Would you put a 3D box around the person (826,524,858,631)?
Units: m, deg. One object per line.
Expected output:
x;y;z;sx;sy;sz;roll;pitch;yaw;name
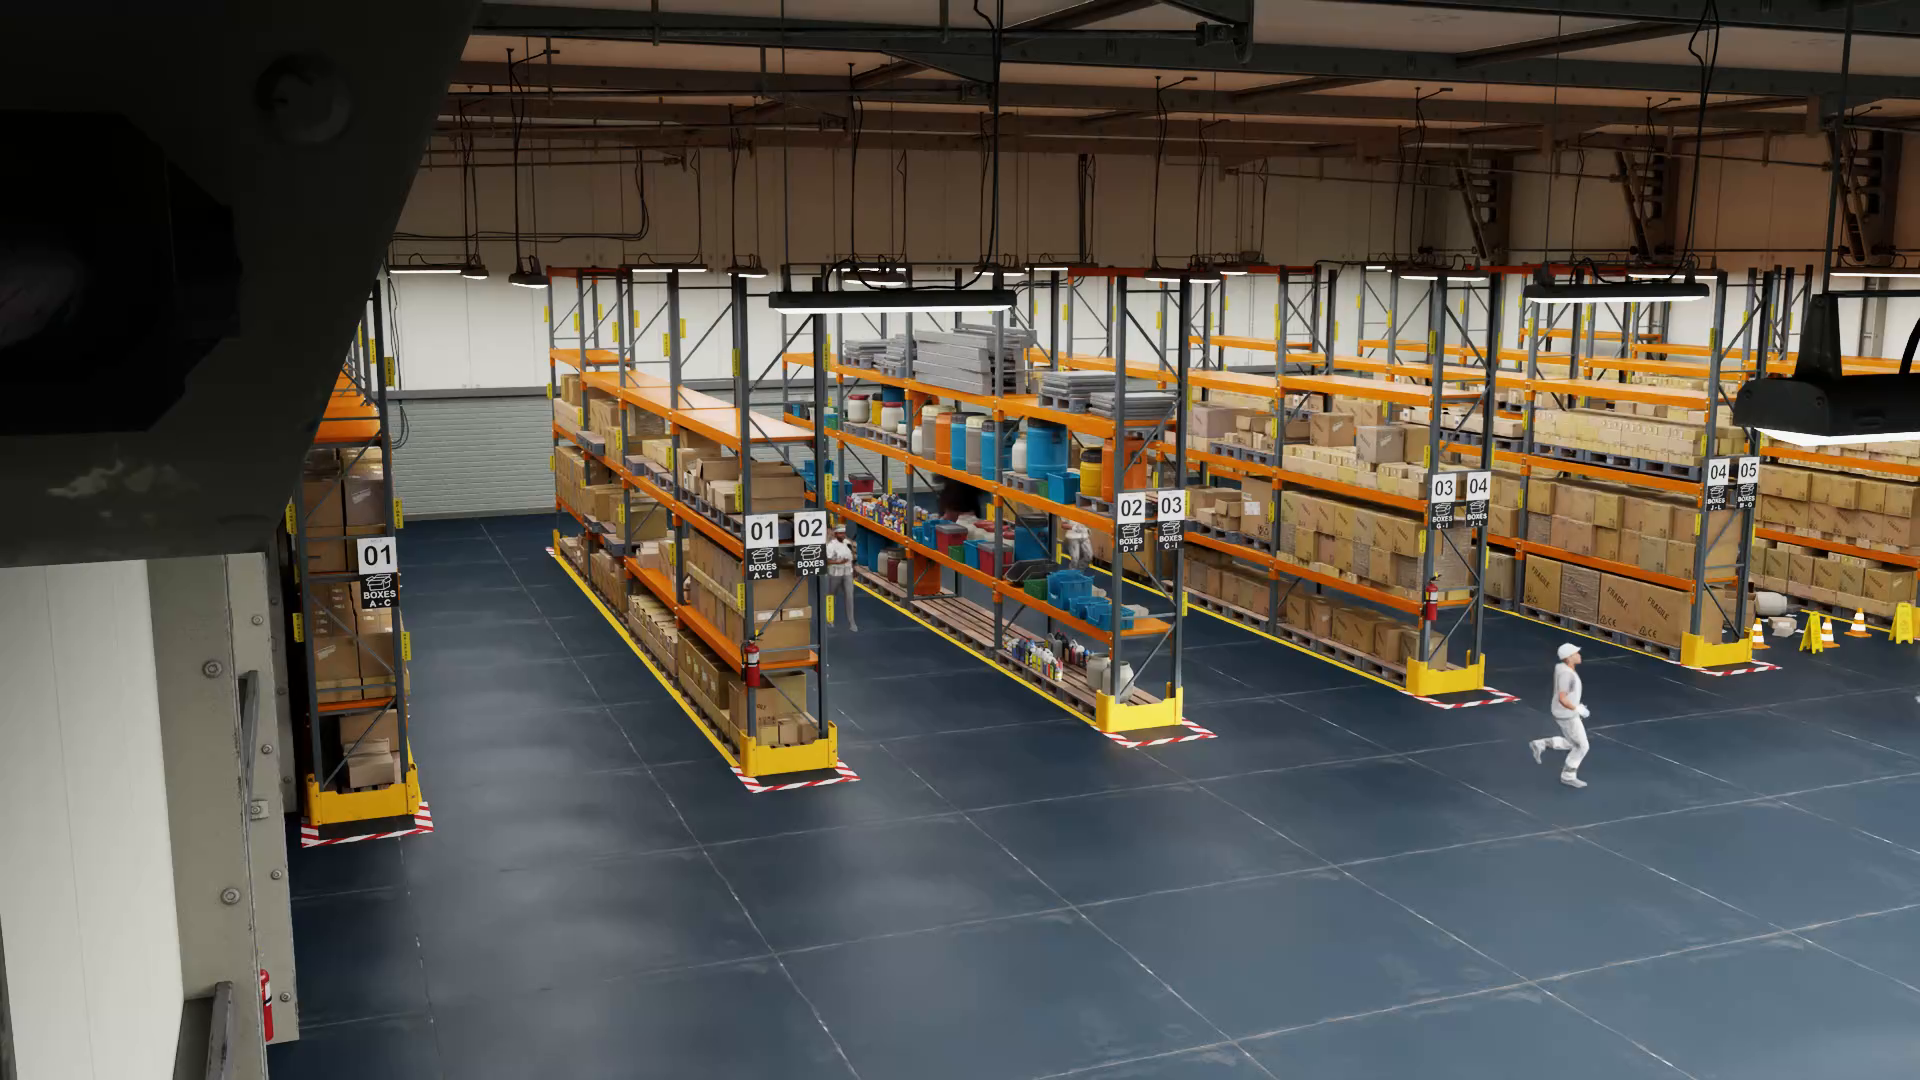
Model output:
-1.902;0.590;26.664;0.575;1.737;0.875;-5;11;-28;person

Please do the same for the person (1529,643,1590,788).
7.161;2.075;19.799;0.670;1.735;0.688;2;10;12;person

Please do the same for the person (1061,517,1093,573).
2.169;-0.015;30.038;0.667;1.780;0.591;-6;12;-30;person
